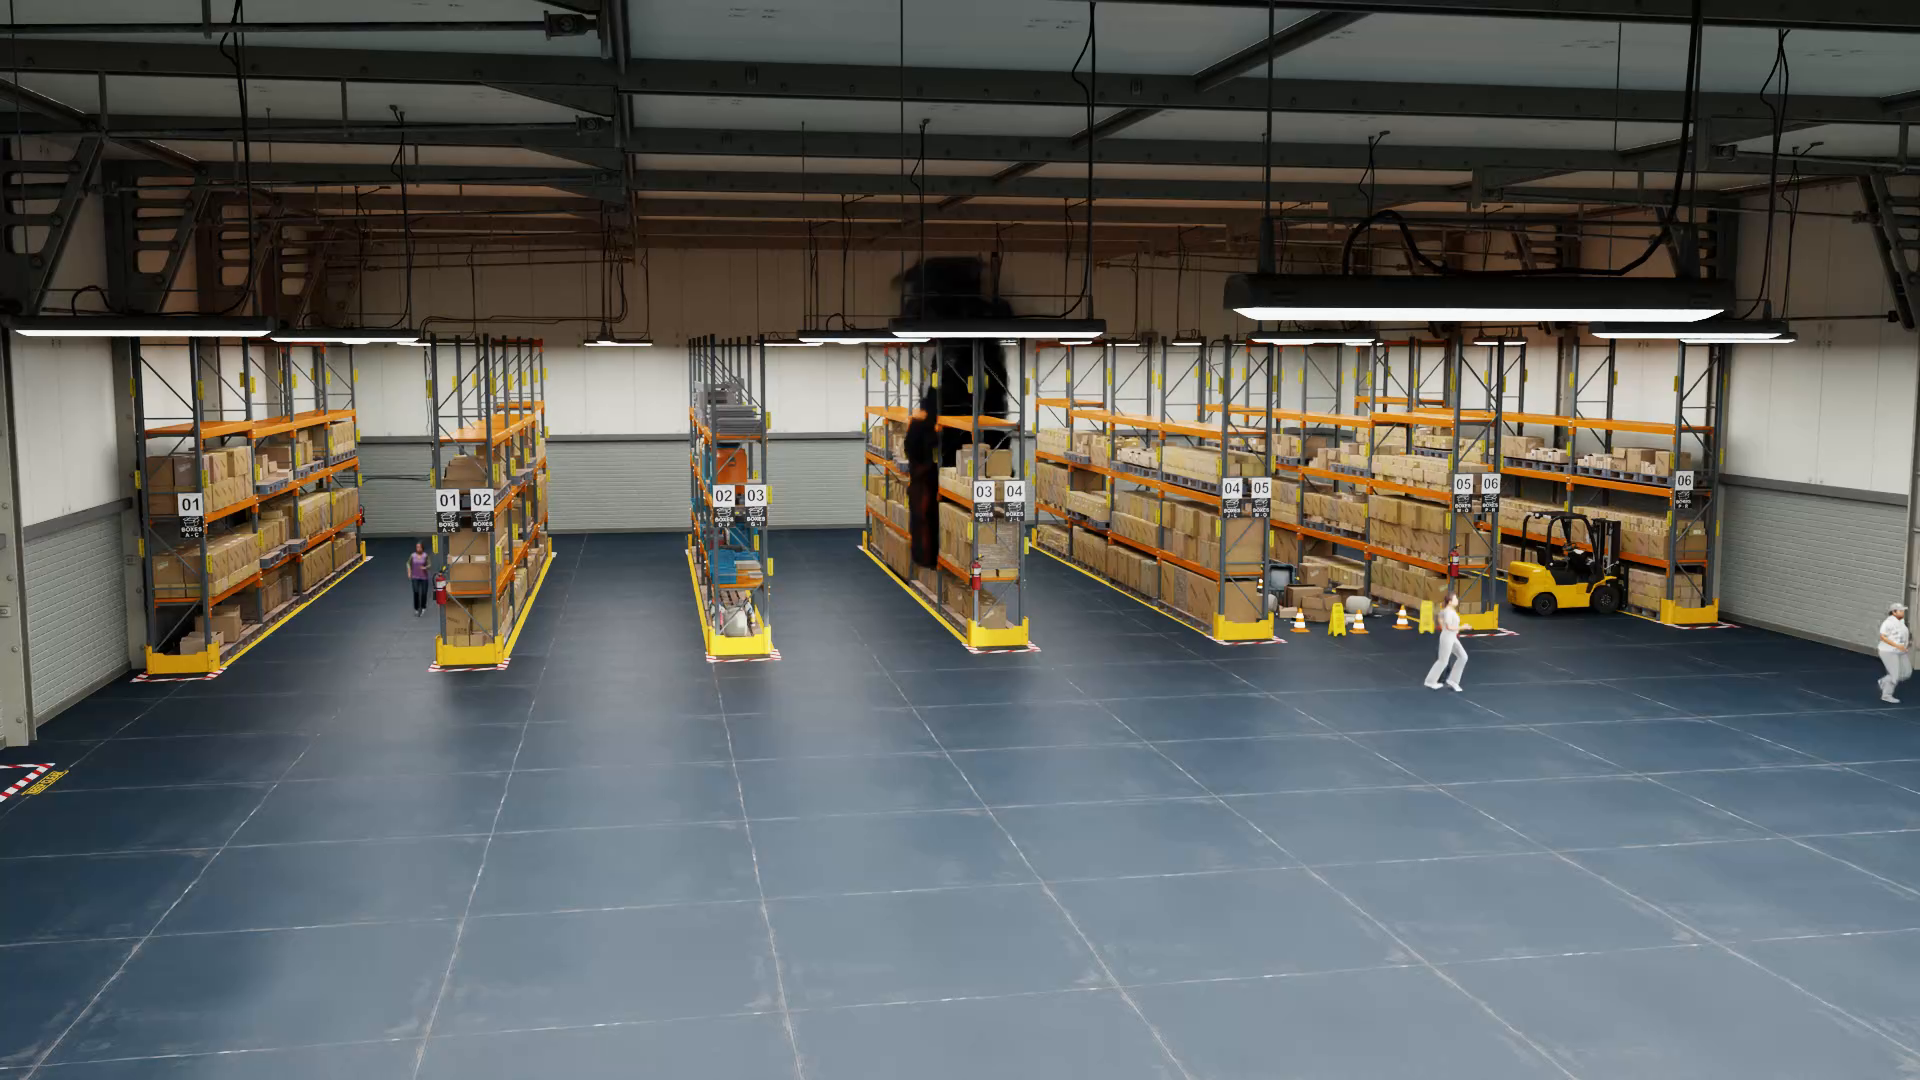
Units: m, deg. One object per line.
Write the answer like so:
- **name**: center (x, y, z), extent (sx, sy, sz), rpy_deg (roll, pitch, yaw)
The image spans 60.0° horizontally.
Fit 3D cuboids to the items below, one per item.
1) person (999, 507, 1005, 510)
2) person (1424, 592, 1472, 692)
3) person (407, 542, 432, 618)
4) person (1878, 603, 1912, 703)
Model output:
- **person**: center (1.094, -0.765, 49.138), extent (0.770, 1.708, 1.077), rpy_deg (5, 8, 38)
- **person**: center (8.190, 1.716, 27.845), extent (0.761, 1.699, 0.516), rpy_deg (3, 7, 27)
- **person**: center (-11.573, 0.853, 35.615), extent (0.503, 1.617, 0.682), rpy_deg (-2, 7, -18)
- **person**: center (15.168, 1.828, 27.008), extent (0.611, 1.631, 0.525), rpy_deg (-4, 8, -33)
